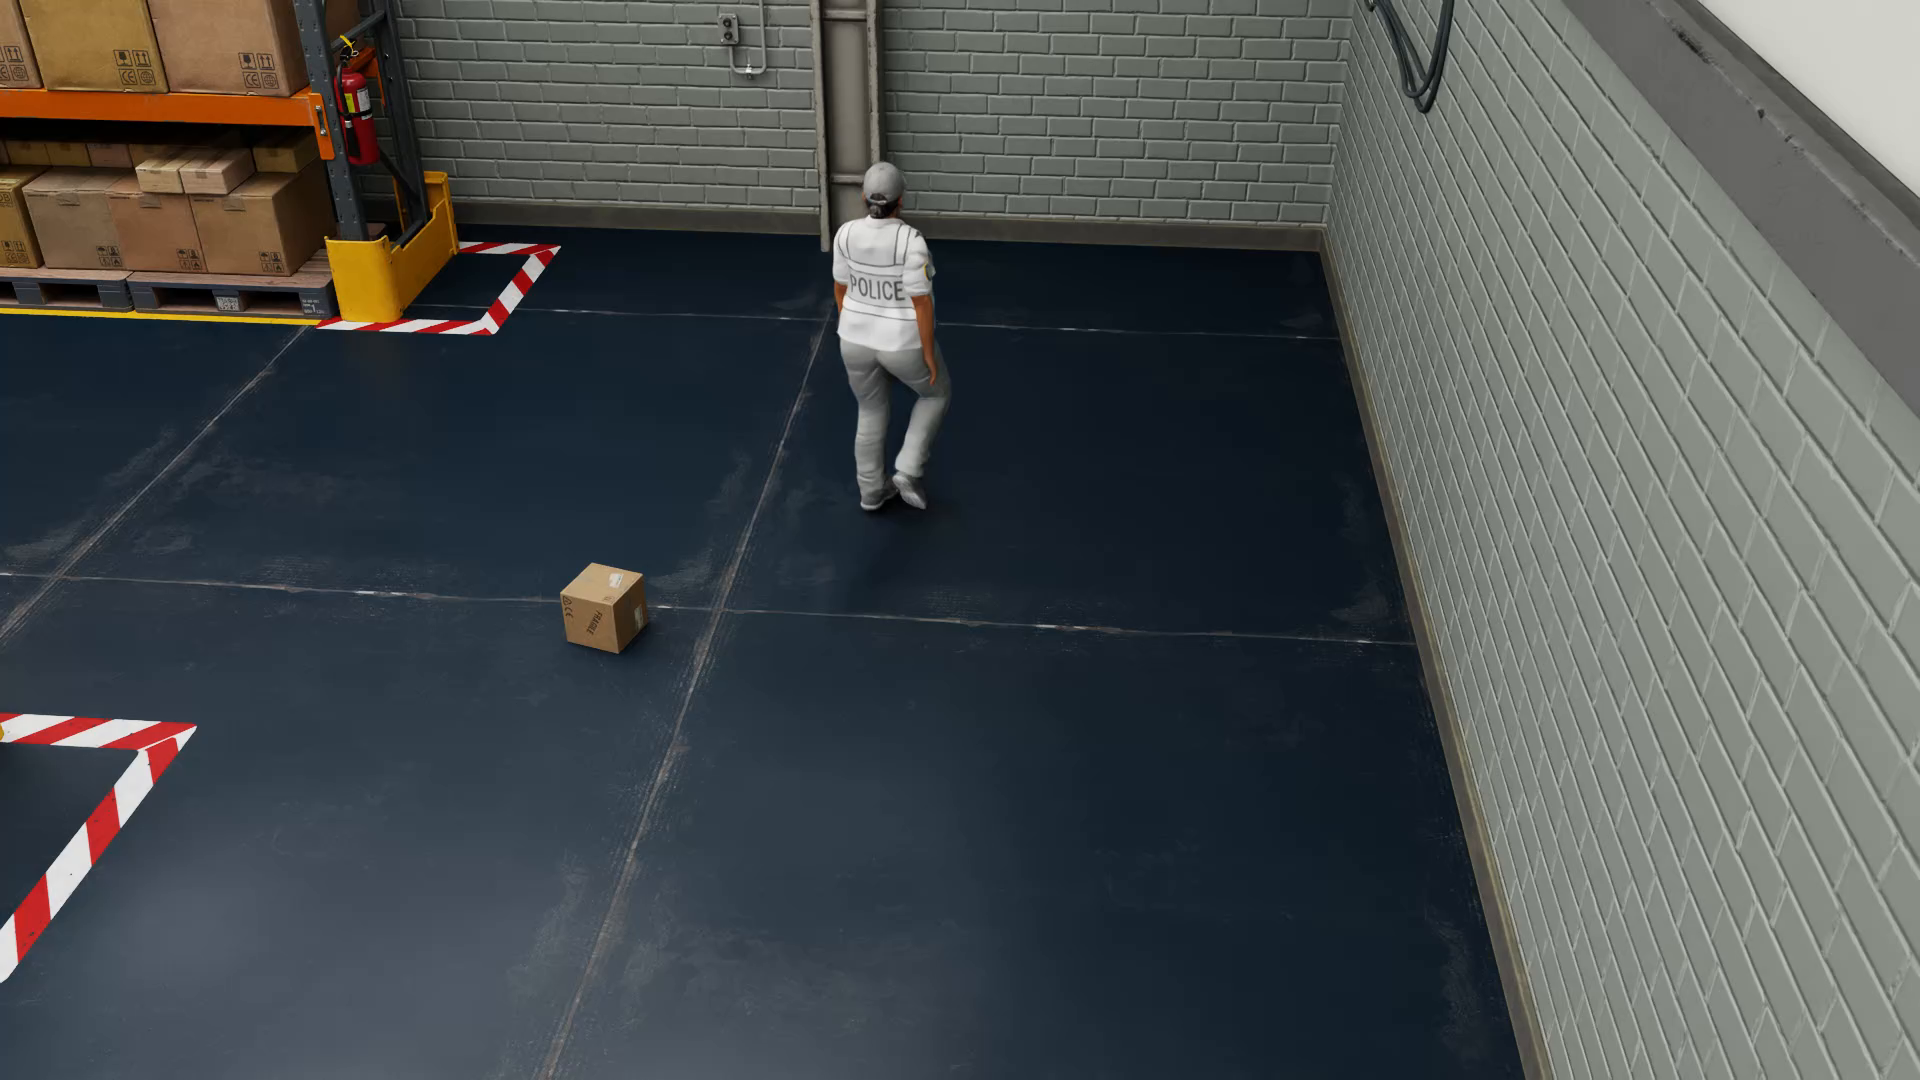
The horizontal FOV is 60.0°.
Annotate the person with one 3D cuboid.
[{"bbox_3d":[-0.311,-0.902,7.538,0.512,1.681,0.451,10,34,16],"label":"person"}]
